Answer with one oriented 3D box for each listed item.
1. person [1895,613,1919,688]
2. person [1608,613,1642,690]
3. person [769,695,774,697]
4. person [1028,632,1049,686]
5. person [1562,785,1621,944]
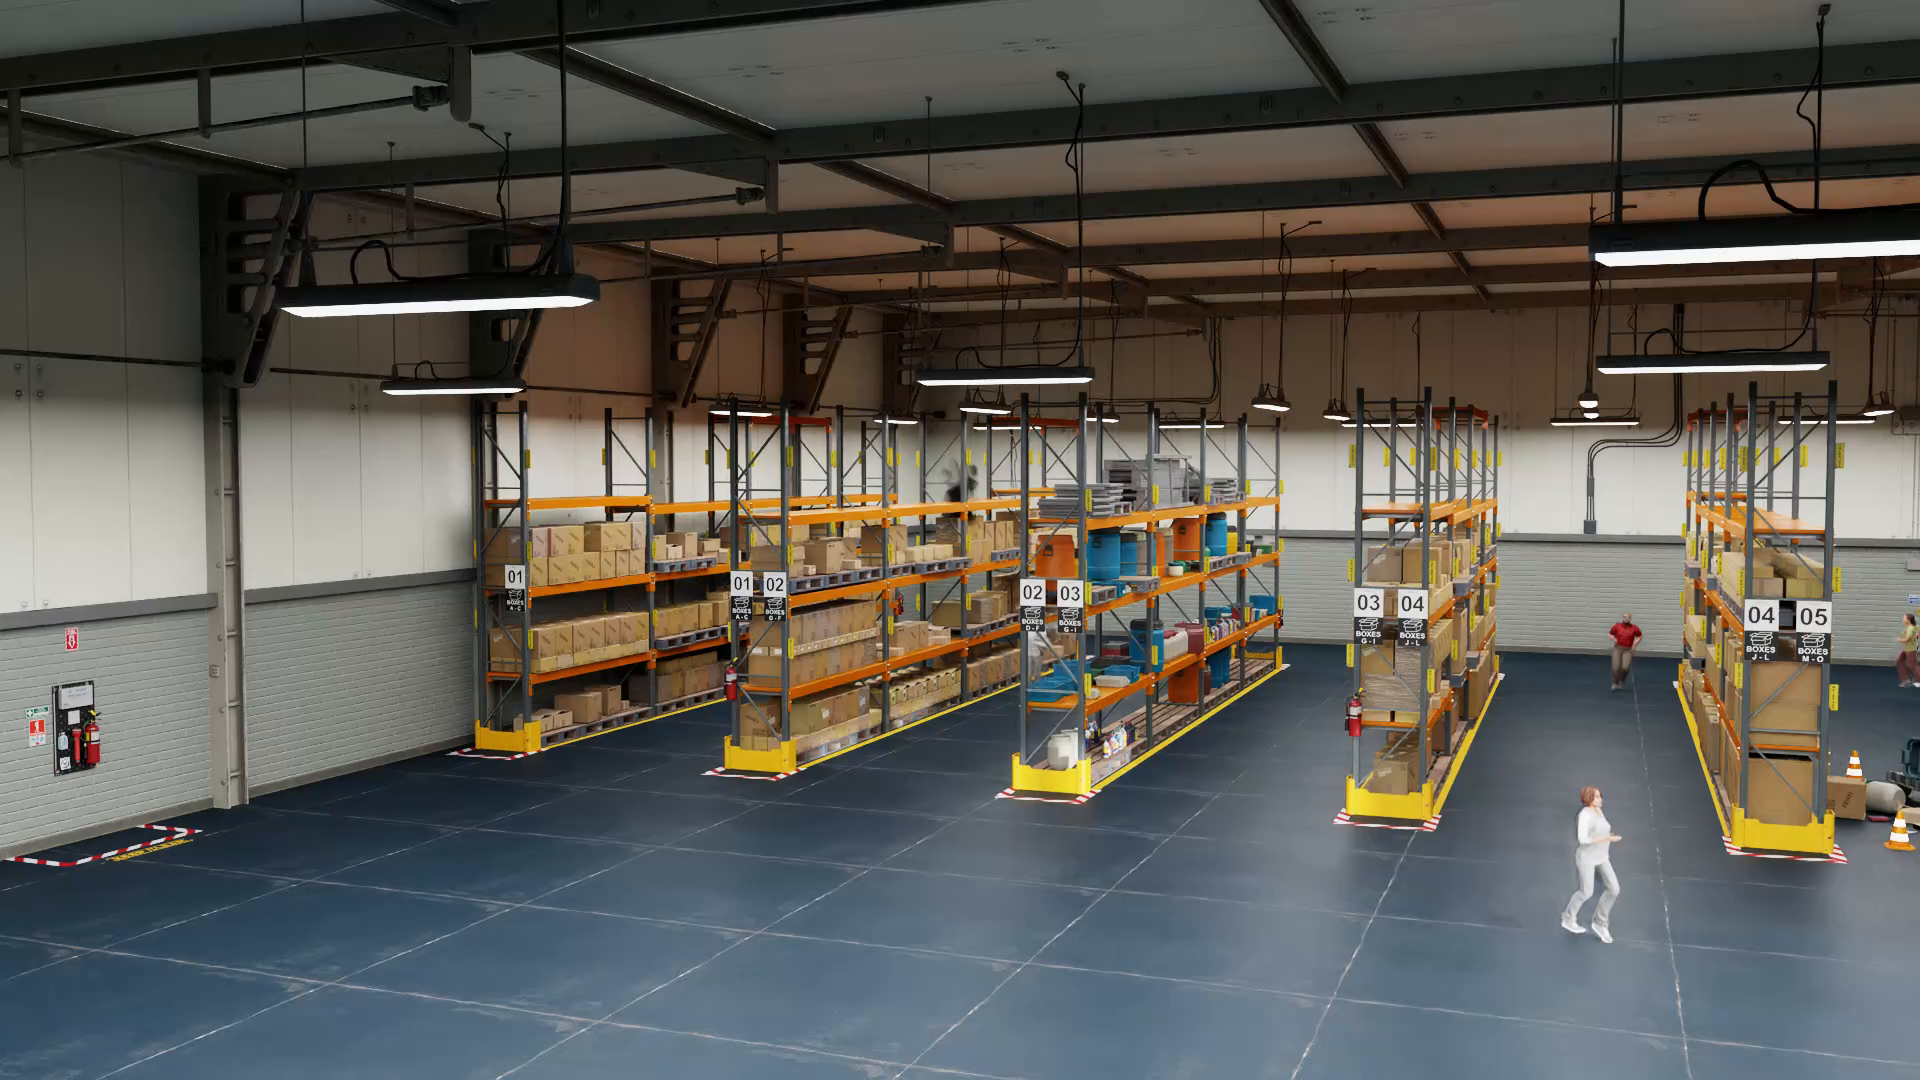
[{"bbox_3d":[20.705,2.431,36.137,0.663,1.695,0.607,1,3,27],"label":"person"},{"bbox_3d":[14.333,2.421,35.874,0.670,1.697,0.630,1,3,26],"label":"person"},{"bbox_3d":[-3.505,2.559,31.604,0.658,1.782,0.977,1,3,13],"label":"person"},{"bbox_3d":[1.450,2.308,32.237,0.584,1.777,0.731,1,3,17],"label":"person"},{"bbox_3d":[6.572,3.369,17.258,0.514,1.621,0.660,-2,3,-37],"label":"person"}]
